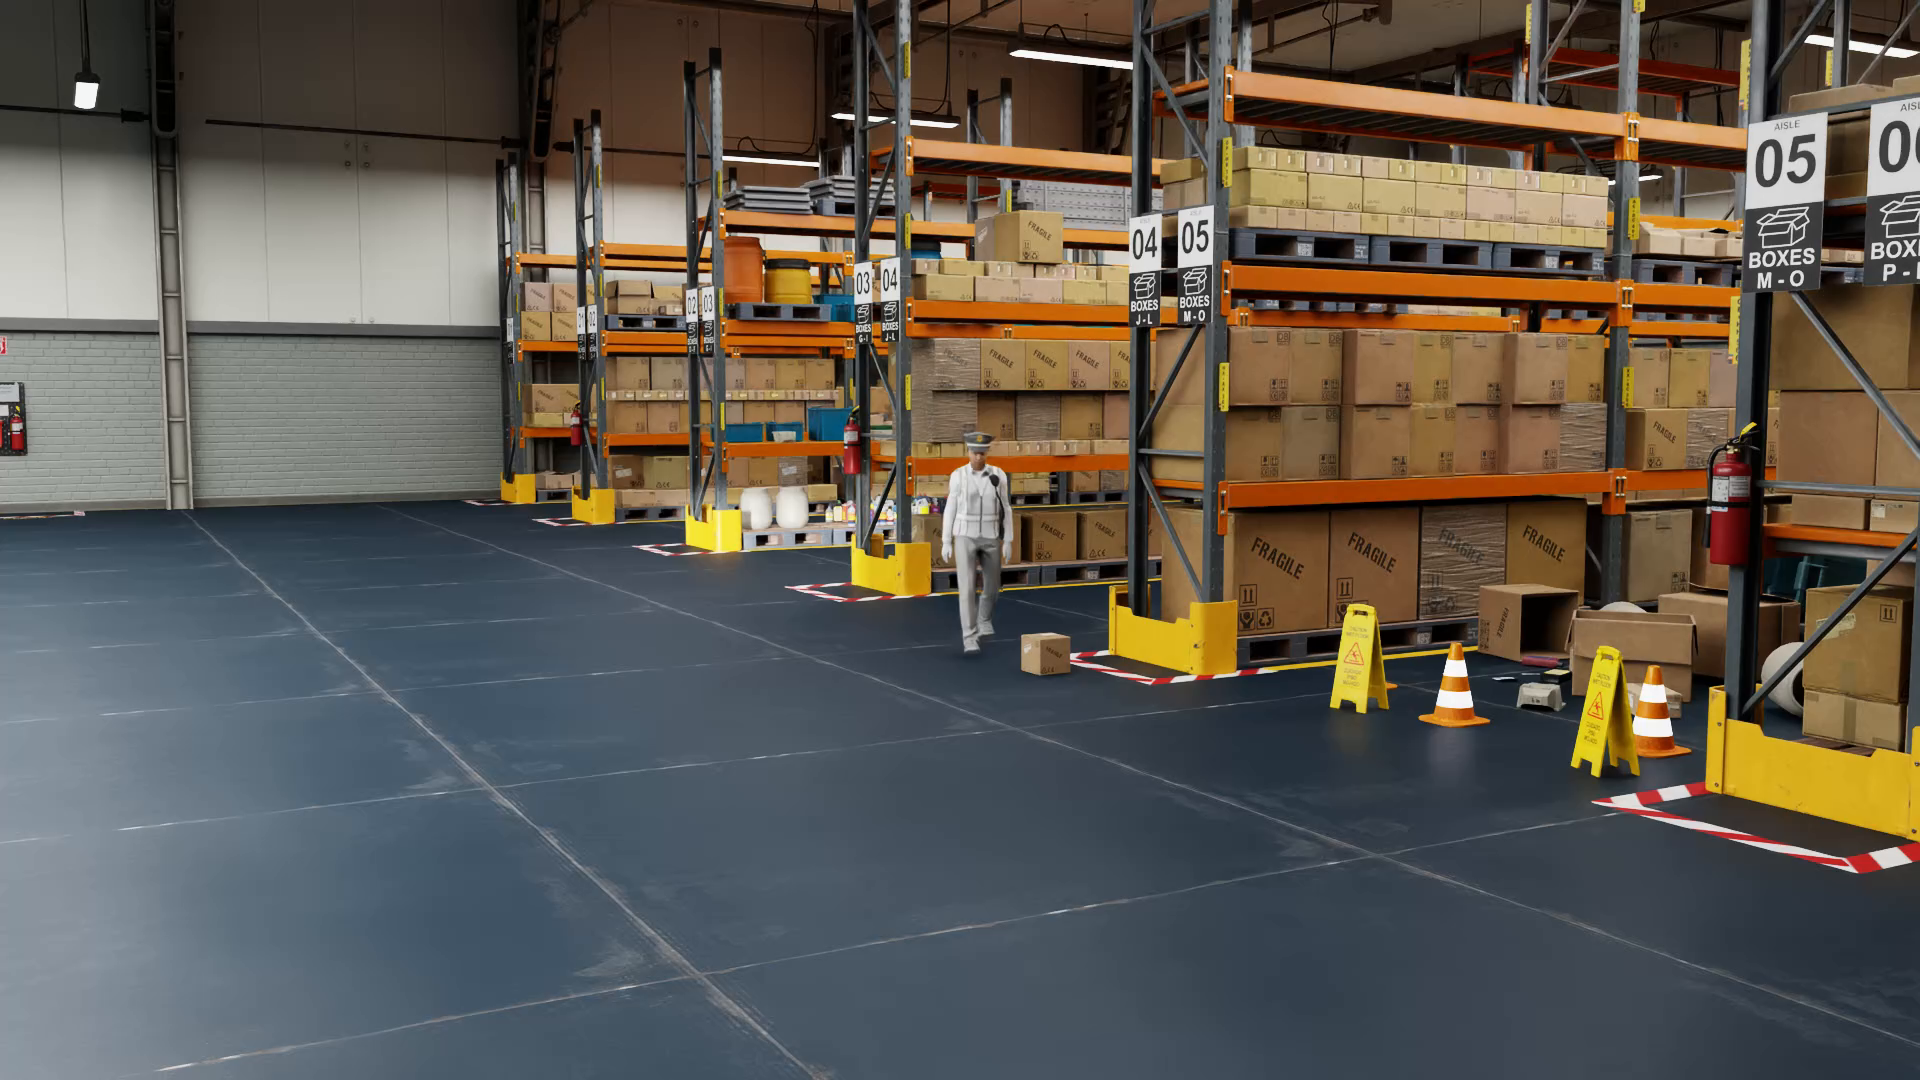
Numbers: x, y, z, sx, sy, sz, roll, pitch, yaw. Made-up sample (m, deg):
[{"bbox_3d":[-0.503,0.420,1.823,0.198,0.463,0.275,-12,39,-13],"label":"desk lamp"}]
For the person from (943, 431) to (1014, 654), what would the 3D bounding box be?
[{"bbox_3d":[0.140,0.009,12.380,0.524,1.637,0.908,-1,5,-9],"label":"person"}]
